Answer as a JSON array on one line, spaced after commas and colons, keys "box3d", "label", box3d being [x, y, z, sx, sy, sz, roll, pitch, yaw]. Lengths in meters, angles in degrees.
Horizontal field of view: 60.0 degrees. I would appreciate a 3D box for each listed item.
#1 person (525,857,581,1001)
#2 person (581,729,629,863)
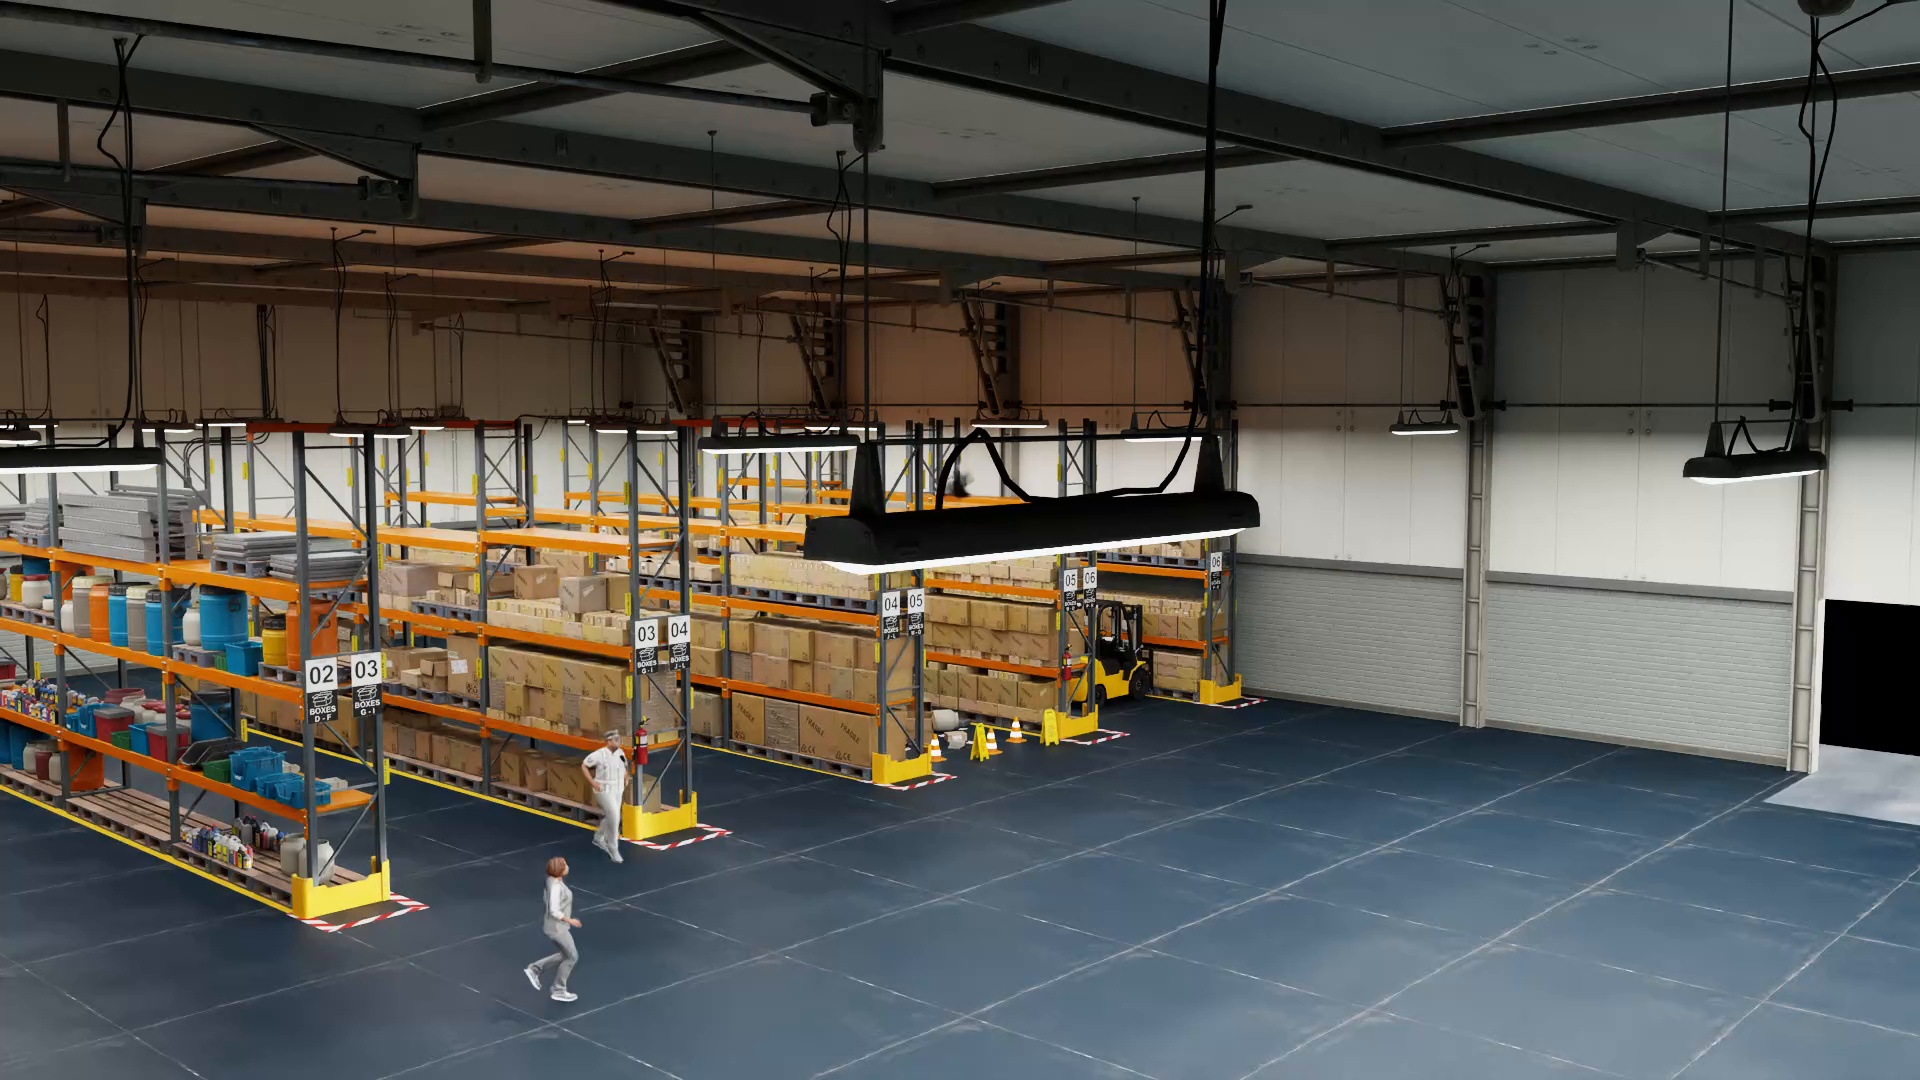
[{"box3d": [-4.310, 4.119, 17.590, 0.576, 1.559, 0.564, -2, 5, -20], "label": "person"}, {"box3d": [-4.904, 3.561, 23.327, 0.804, 1.822, 0.665, 3, 6, 33], "label": "person"}]
